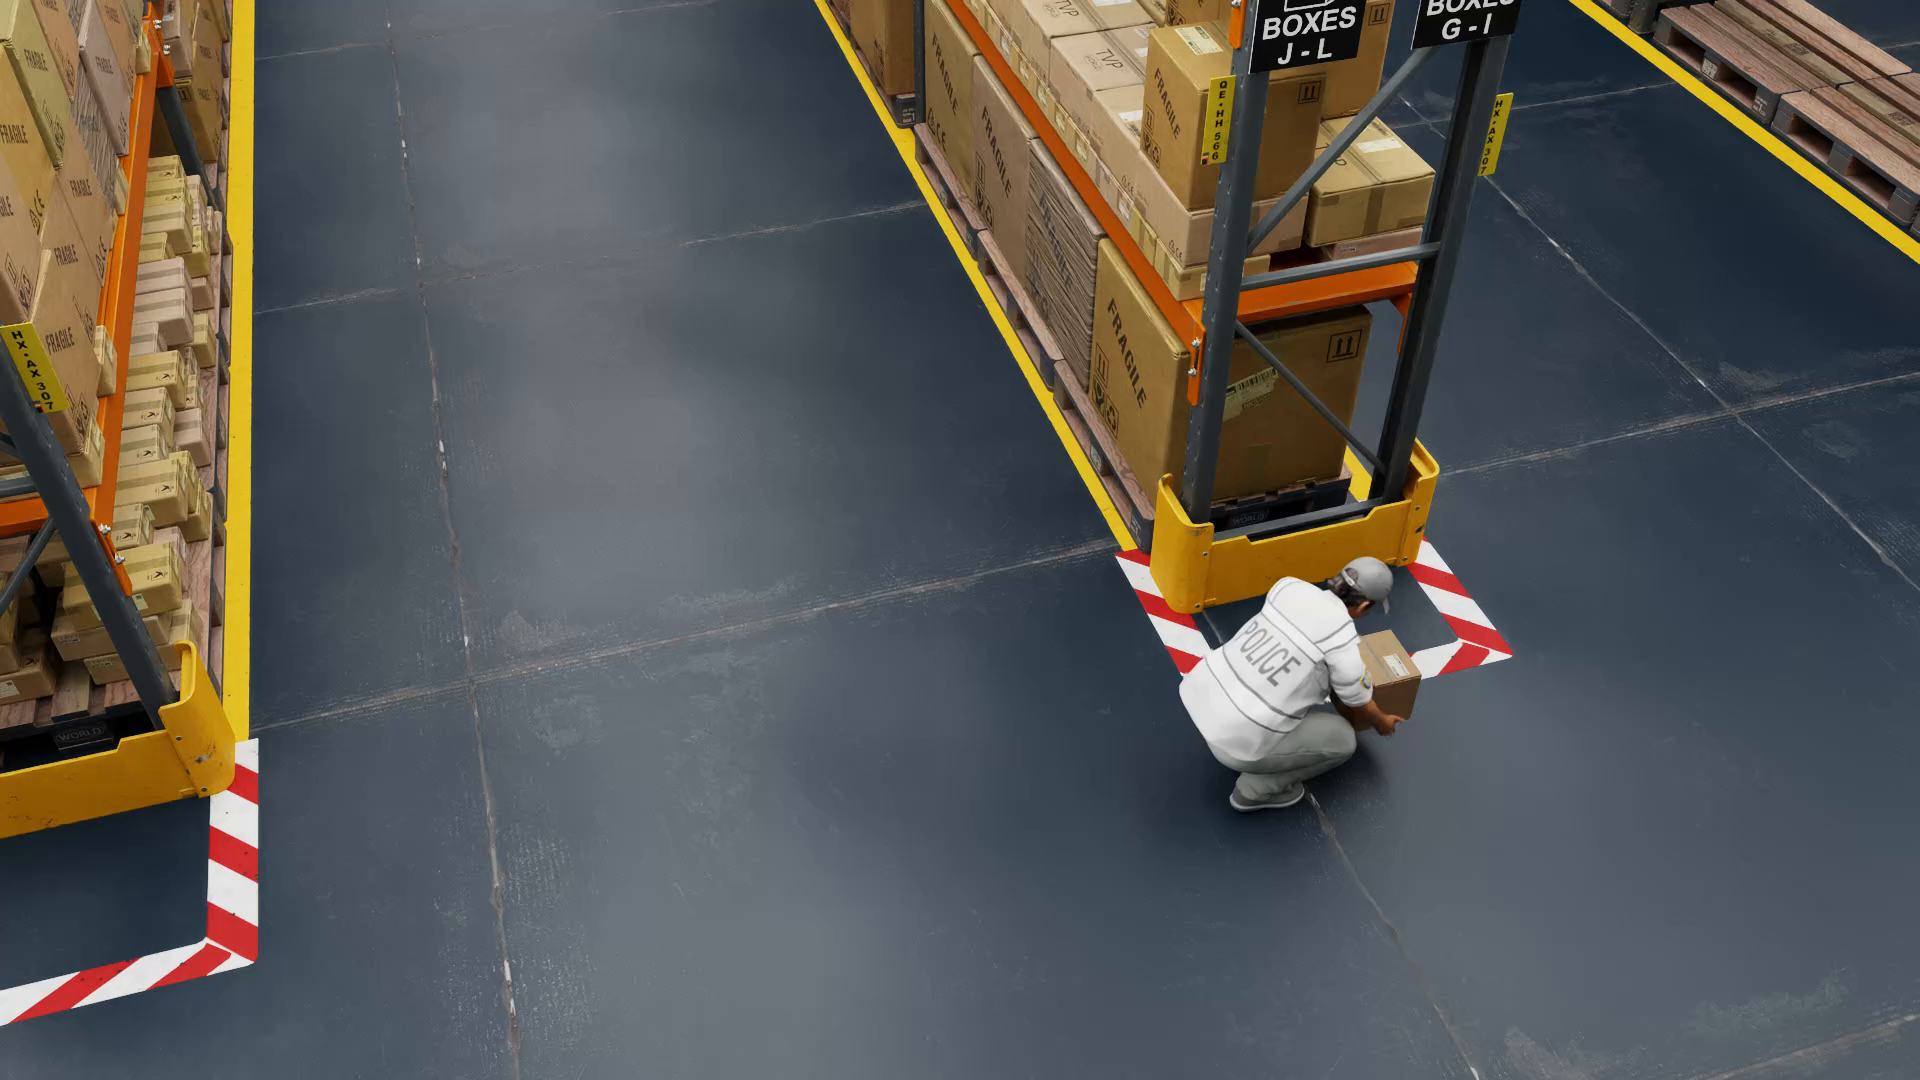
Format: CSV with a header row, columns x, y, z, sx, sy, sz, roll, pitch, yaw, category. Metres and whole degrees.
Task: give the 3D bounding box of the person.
x,y,z,sx,sy,sz,roll,pitch,yaw,category
1.248,0.517,6.137,0.863,0.951,0.504,-14,44,-15,person
